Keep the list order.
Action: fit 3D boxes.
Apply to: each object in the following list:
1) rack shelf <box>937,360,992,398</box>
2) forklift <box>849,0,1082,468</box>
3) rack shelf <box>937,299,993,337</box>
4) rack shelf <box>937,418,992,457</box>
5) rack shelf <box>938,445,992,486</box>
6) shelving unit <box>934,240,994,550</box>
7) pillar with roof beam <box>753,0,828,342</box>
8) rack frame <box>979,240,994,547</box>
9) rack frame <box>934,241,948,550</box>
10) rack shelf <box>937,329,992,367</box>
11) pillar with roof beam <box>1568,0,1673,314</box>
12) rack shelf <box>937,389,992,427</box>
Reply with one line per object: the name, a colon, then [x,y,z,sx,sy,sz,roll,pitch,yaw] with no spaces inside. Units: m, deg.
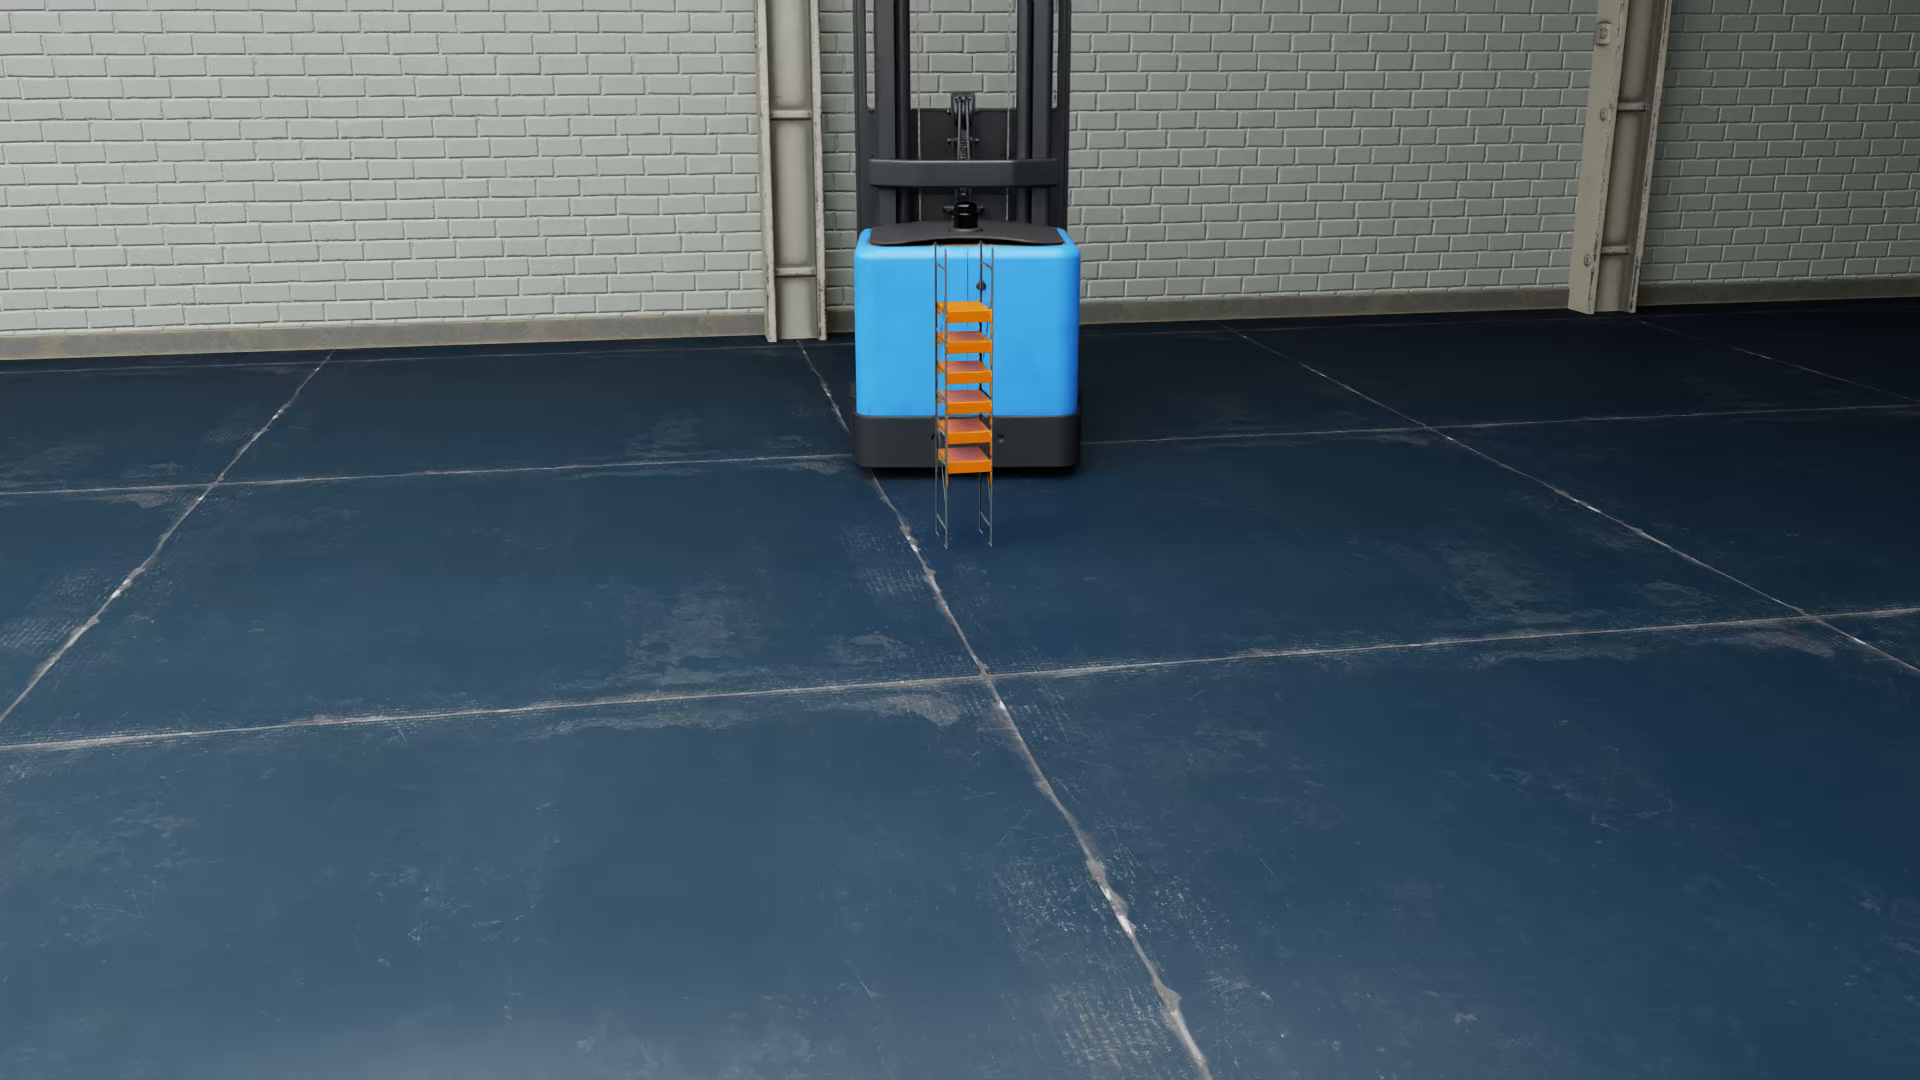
rack shelf: [0.014,-0.647,6.616,0.180,0.103,0.258,-3,17,-10]
forklift: [0.005,-2.110,8.689,1.130,2.935,3.031,0,17,-1]
rack shelf: [0.014,-0.876,6.546,0.180,0.103,0.258,-3,17,-10]
rack shelf: [0.014,-0.417,6.687,0.180,0.103,0.258,-3,17,-10]
rack shelf: [0.014,-0.302,6.722,0.180,0.103,0.258,-3,17,-10]
shelving unit: [0.014,-0.574,6.638,0.189,1.200,0.258,-3,17,-10]
pillar with roof beam: [-0.299,-4.441,5.945,0.400,9.000,9.100,-3,17,-10]
rack frame: [0.104,-0.579,6.655,0.006,1.200,0.240,-3,17,-10]
rack frame: [-0.076,-0.569,6.622,0.006,1.200,0.240,-3,17,-10]
rack shelf: [0.014,-0.761,6.581,0.180,0.103,0.258,-3,17,-10]
pillar with roof beam: [5.592,-4.775,7.033,0.400,9.000,9.100,-3,17,-10]
rack shelf: [0.014,-0.532,6.651,0.180,0.103,0.258,-3,17,-10]
